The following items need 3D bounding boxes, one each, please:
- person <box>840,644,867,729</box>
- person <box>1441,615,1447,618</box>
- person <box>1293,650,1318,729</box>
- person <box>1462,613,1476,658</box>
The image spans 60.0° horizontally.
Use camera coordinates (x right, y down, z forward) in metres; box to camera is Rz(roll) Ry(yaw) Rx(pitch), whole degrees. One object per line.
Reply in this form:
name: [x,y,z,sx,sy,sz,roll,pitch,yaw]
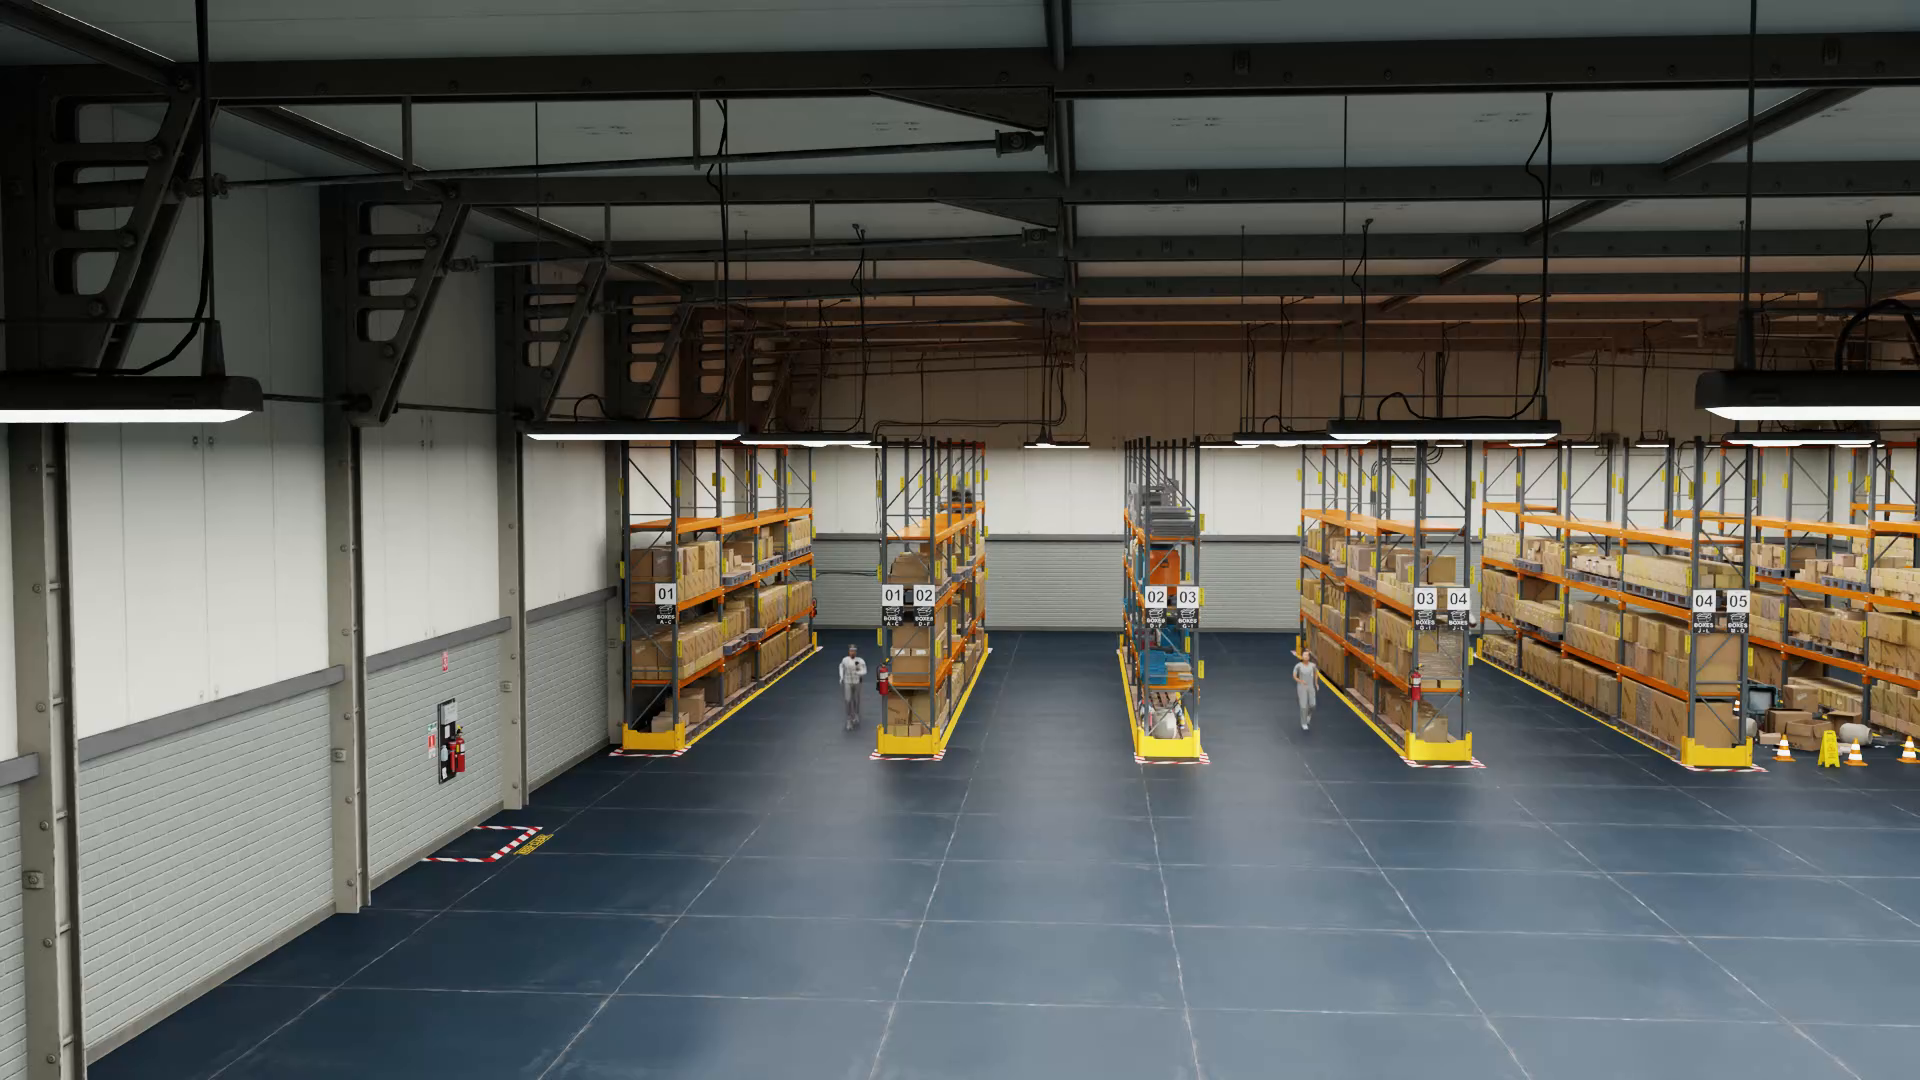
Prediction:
person: [-2.232,3.019,34.564,0.560,1.738,0.833,0,3,-1]
person: [13.368,2.376,46.908,0.870,1.672,0.654,2,4,30]
person: [7.135,3.088,34.229,0.558,1.611,0.555,0,3,-2]
person: [13.135,2.520,43.444,0.670,1.815,0.852,0,3,9]
